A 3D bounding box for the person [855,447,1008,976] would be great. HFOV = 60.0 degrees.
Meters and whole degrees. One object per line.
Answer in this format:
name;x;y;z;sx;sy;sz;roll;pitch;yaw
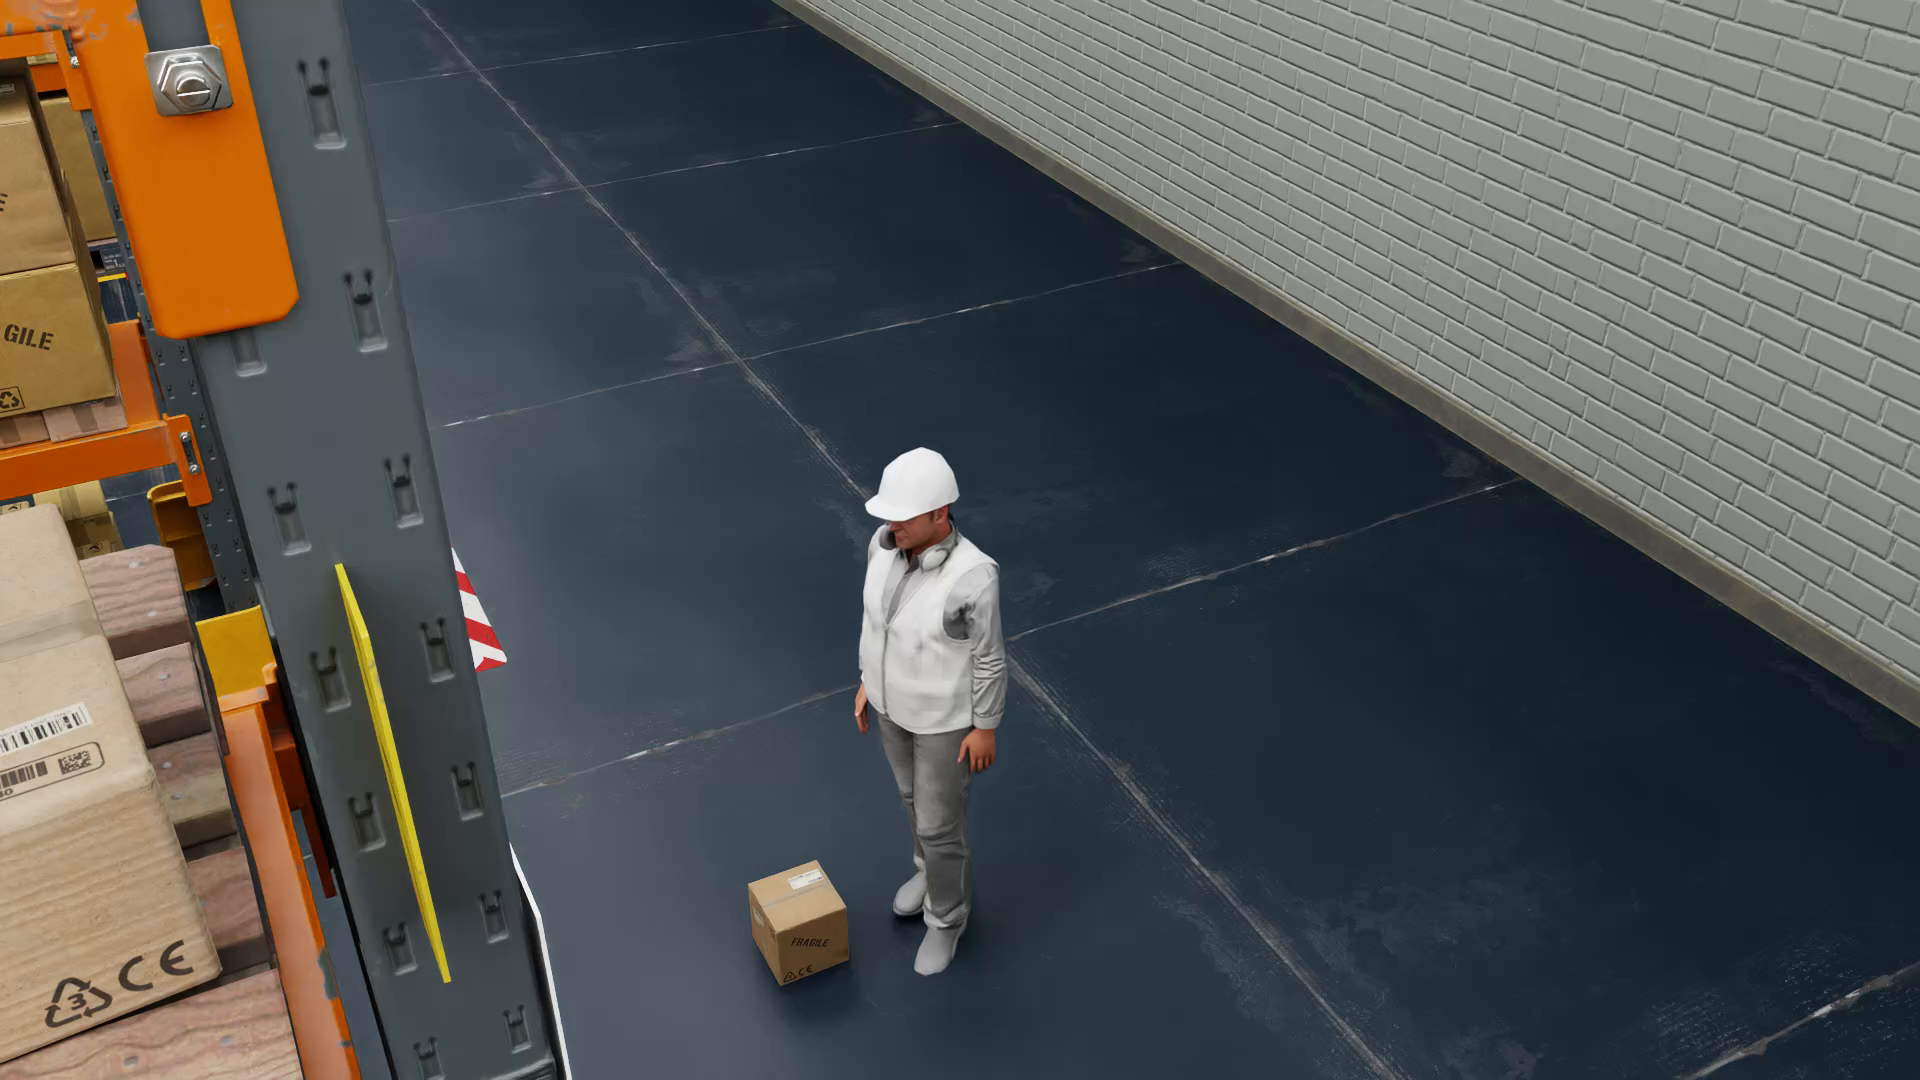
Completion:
person;-0.129;0.549;5.293;0.447;1.834;0.558;-27;42;-35
